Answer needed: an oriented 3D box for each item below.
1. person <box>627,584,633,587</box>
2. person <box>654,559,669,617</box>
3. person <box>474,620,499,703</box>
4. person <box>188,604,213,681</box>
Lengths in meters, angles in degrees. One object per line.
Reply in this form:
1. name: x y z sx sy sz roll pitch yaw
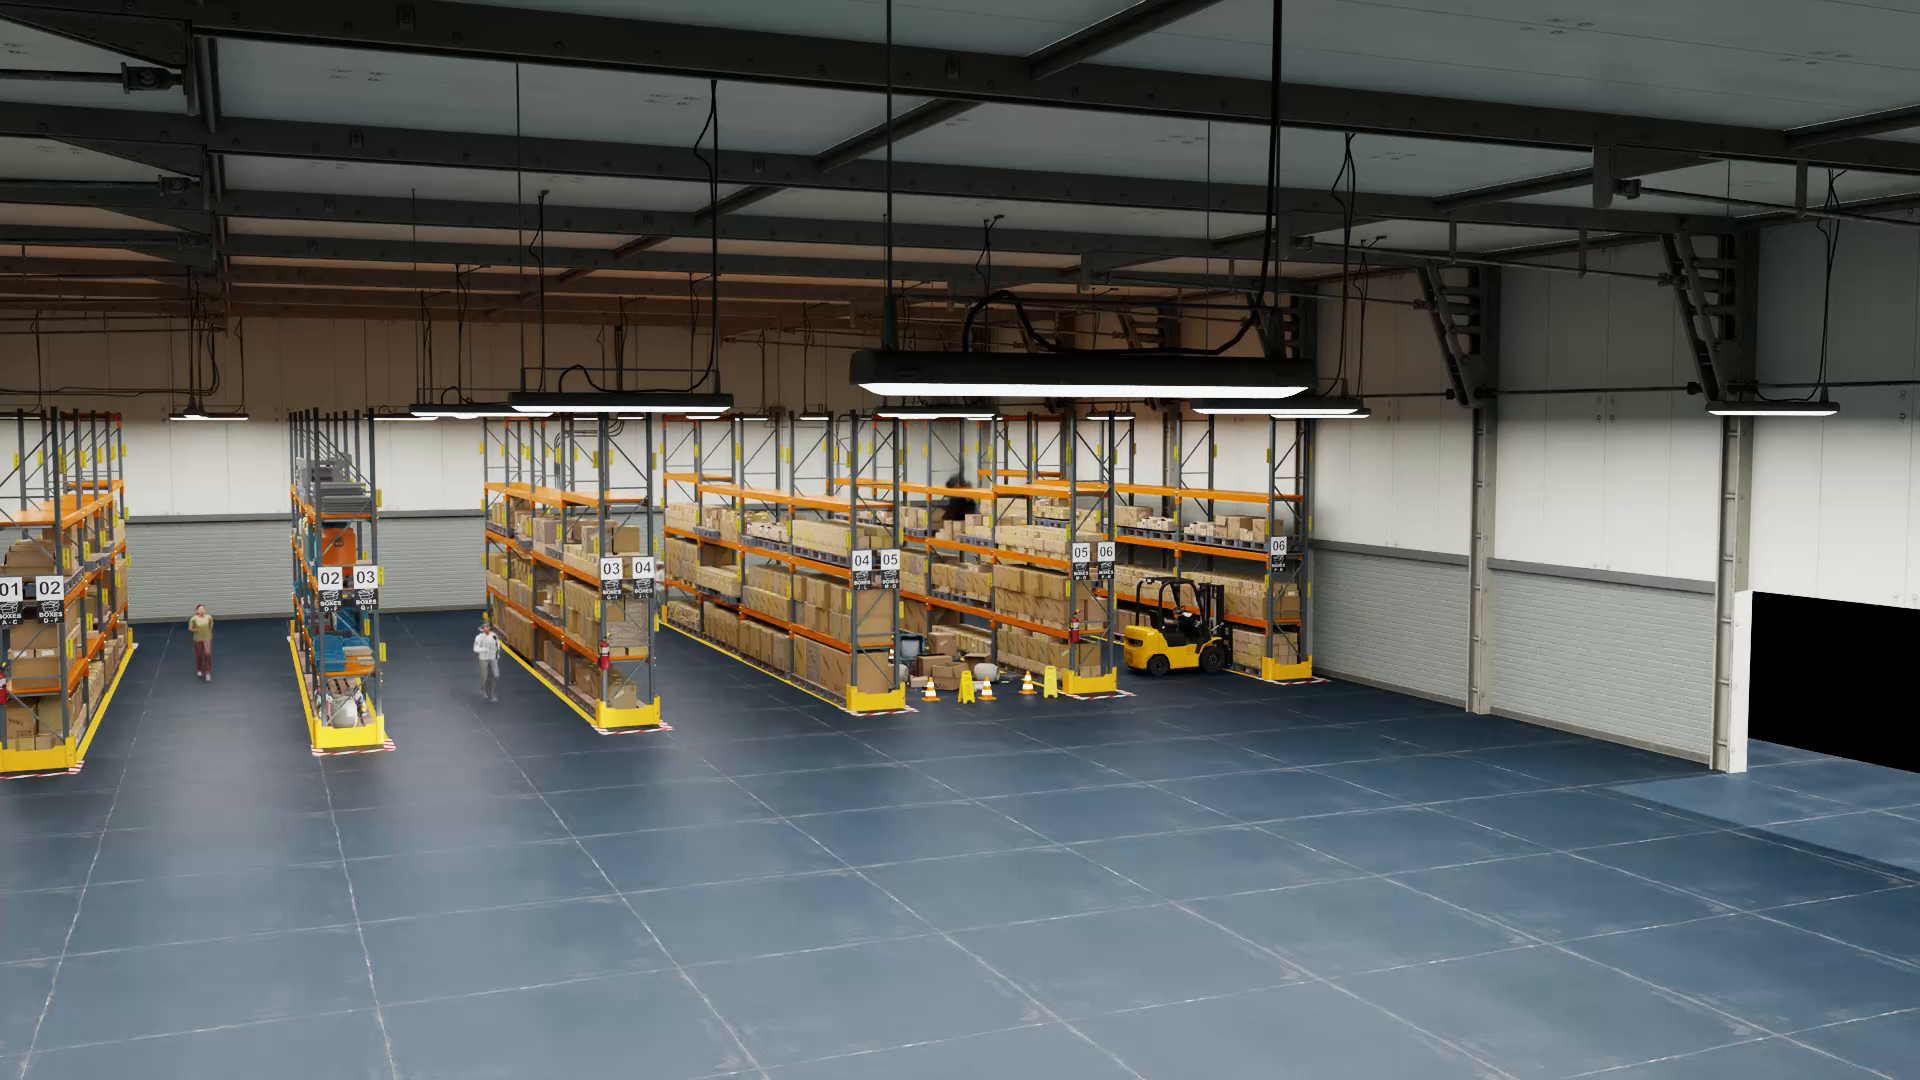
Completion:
1. person: -9.398 1.676 46.699 0.610 1.589 0.764 0 4 -6
2. person: -8.788 1.455 48.752 0.694 1.788 0.681 -3 5 -33
3. person: -9.700 2.494 34.183 0.590 1.740 0.726 -2 5 -31
4. person: -17.004 2.276 37.265 0.520 1.709 0.816 -2 4 -26
